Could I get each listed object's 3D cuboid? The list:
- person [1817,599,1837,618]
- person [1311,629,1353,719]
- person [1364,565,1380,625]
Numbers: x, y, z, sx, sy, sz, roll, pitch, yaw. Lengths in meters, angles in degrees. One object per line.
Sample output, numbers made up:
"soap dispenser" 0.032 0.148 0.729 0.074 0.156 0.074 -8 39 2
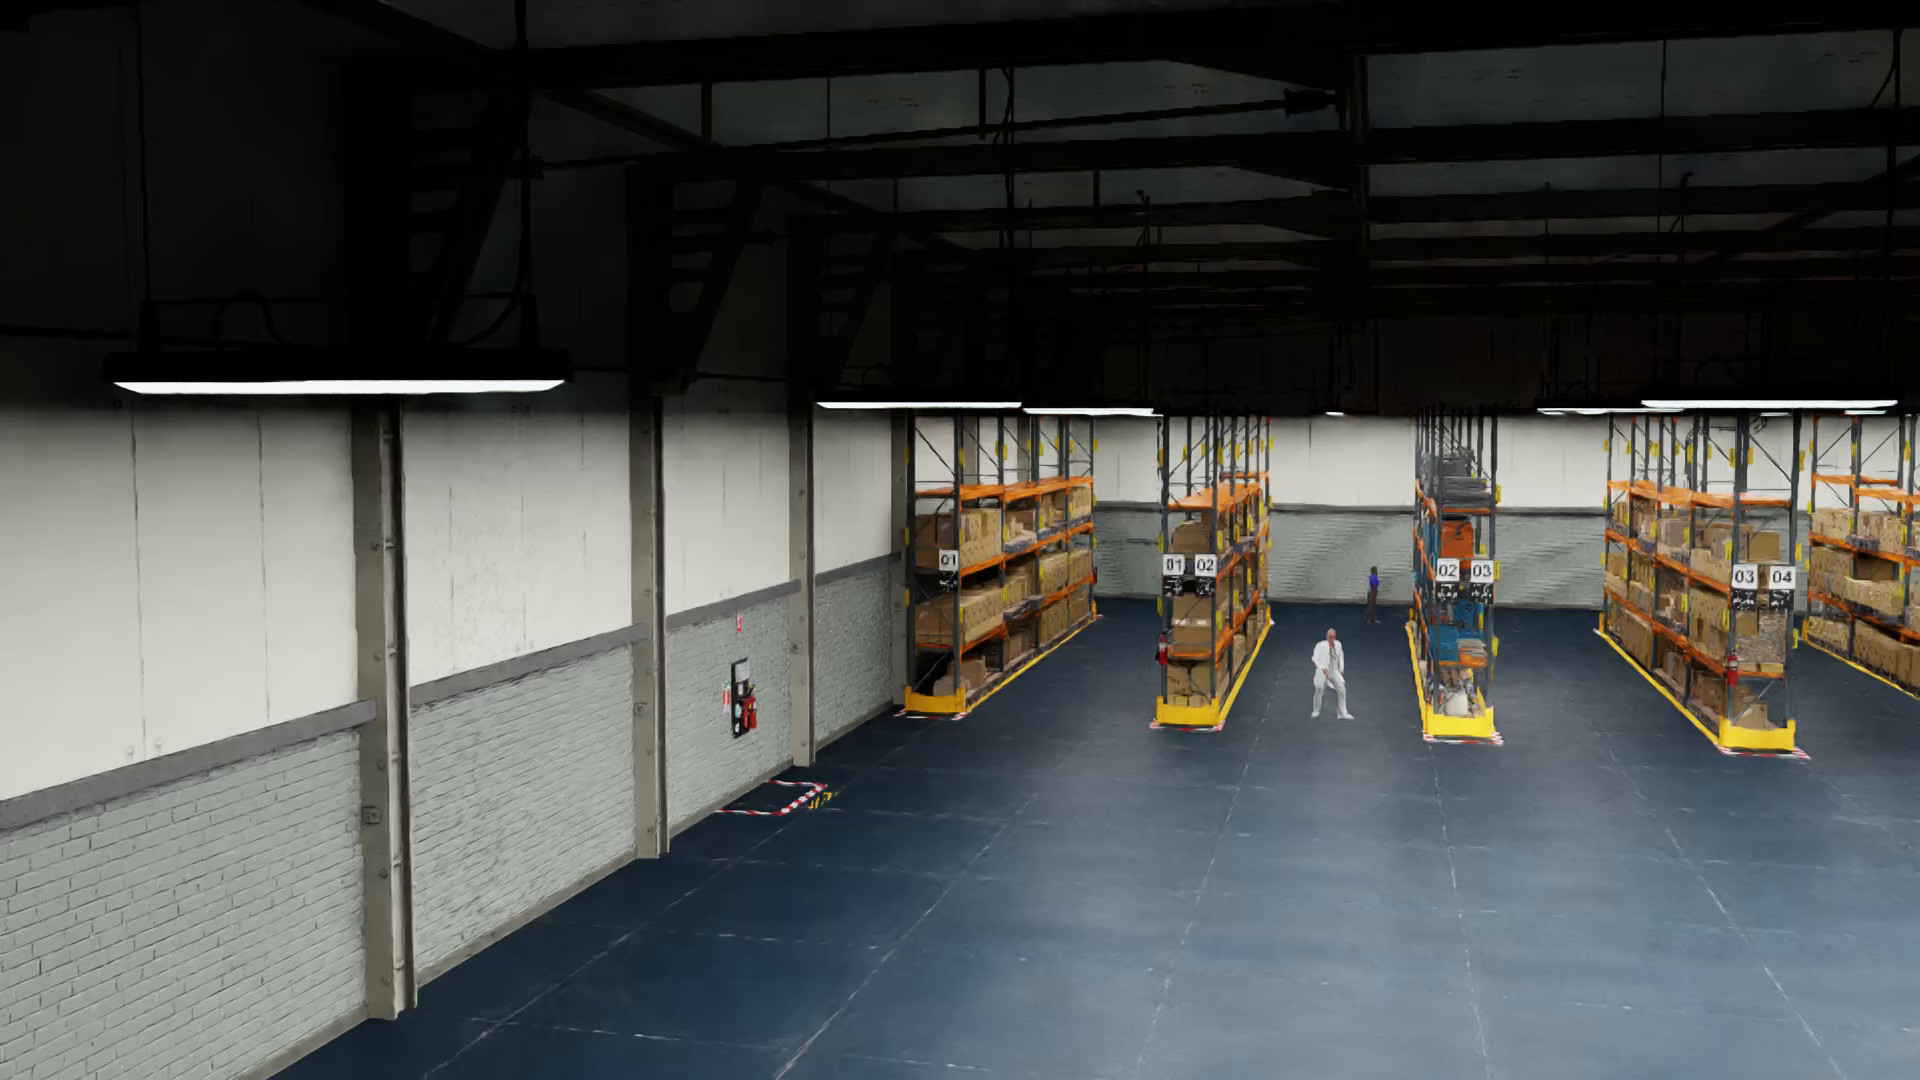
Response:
"person" 23.603 1.555 45.173 0.577 1.772 0.598 -4 5 -41
"person" 7.040 2.542 31.756 0.716 1.719 0.858 0 4 -6
"person" 11.501 1.519 46.316 0.484 1.653 0.643 0 4 6
